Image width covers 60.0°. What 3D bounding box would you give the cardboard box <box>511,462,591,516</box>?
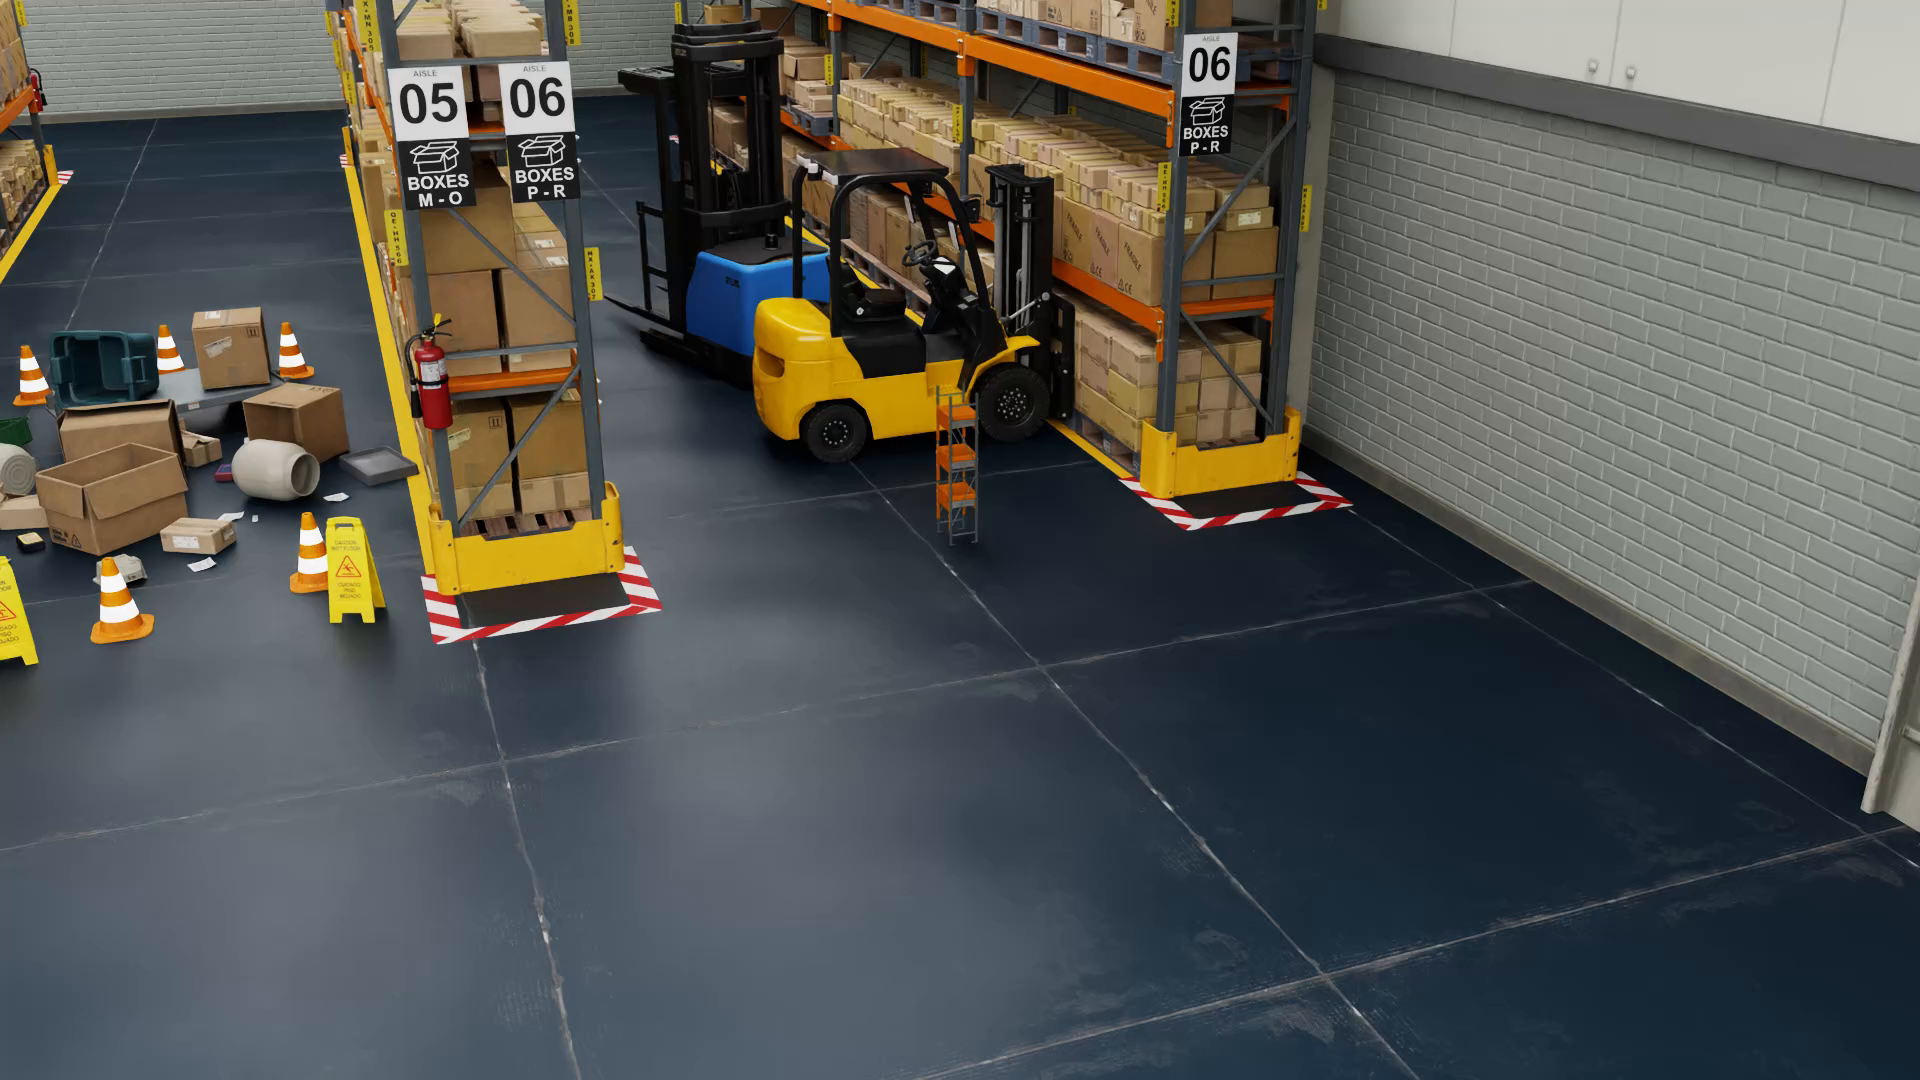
[{"bbox_3d":[-2.769,-0.399,11.333,0.500,0.250,0.500,-9,24,-19],"label":"cardboard box"}]

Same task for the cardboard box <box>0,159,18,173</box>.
[{"bbox_3d":[-12.033,-4.664,20.818,0.380,0.149,0.250,-8,24,-19],"label":"cardboard box"}]

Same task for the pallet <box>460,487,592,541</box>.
[{"bbox_3d":[-3.023,-0.184,11.414,1.003,0.211,1.213,-8,24,-19],"label":"pallet"}]

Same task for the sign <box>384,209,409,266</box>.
[{"bbox_3d":[-3.269,-1.751,9.646,0.100,0.325,0.005,-8,24,-19],"label":"sign"}]

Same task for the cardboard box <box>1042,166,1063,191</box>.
[{"bbox_3d":[0.881,-2.905,13.317,0.380,0.149,0.250,-9,24,-20],"label":"cardboard box"}]

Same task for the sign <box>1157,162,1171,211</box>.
[{"bbox_3d":[1.387,-2.397,11.279,0.100,0.325,0.005,-8,24,-19],"label":"sign"}]

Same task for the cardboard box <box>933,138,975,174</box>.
[{"bbox_3d":[0.074,-3.581,15.435,0.500,0.250,0.500,-9,24,-20],"label":"cardboard box"}]

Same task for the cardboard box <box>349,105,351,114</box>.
[{"bbox_3d":[-7.073,-5.236,20.004,0.500,0.250,0.500,-9,24,-20],"label":"cardboard box"}]

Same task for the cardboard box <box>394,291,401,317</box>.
[{"bbox_3d":[-4.212,-1.860,13.001,0.380,0.149,0.250,-8,24,-18],"label":"cardboard box"}]

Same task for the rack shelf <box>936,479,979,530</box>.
[{"bbox_3d":[-0.019,-0.237,11.204,0.215,0.259,0.240,-8,24,-19],"label":"rack shelf"}]

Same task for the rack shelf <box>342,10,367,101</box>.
[{"bbox_3d":[-4.862,-4.372,14.825,1.077,0.370,4.000,-8,24,-19],"label":"rack shelf"}]

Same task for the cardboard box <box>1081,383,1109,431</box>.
[{"bbox_3d":[1.271,-1.059,12.901,0.500,0.250,0.500,-8,24,-19],"label":"cardboard box"}]

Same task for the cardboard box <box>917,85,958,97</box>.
[{"bbox_3d":[-0.239,-4.723,17.630,0.380,0.149,0.250,-9,24,-20],"label":"cardboard box"}]

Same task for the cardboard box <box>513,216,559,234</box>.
[{"bbox_3d":[-3.018,-1.907,11.401,0.500,0.500,0.500,-9,24,-20],"label":"cardboard box"}]

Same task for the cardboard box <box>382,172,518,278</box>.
[{"bbox_3d":[-3.127,-1.941,10.193,0.700,0.500,0.500,-9,24,-20],"label":"cardboard box"}]

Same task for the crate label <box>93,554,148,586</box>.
[{"bbox_3d":[-5.355,0.197,10.605,0.298,0.136,0.250,18,29,36],"label":"crate label"}]

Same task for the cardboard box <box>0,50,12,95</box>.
[{"bbox_3d":[-12.059,-5.741,20.496,0.500,0.500,0.500,-7,24,-16],"label":"cardboard box"}]

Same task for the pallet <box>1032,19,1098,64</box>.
[{"bbox_3d":[1.239,-3.869,12.820,1.003,0.211,1.213,-8,24,-19],"label":"pallet"}]

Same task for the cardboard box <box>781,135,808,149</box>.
[{"bbox_3d":[-2.081,-5.078,21.278,0.380,0.149,0.250,-9,24,-20],"label":"cardboard box"}]

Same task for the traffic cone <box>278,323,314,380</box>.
[{"bbox_3d":[-5.903,-1.684,14.650,0.336,0.463,0.334,-8,24,-19],"label":"traffic cone"}]

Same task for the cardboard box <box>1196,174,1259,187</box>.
[{"bbox_3d":[1.946,-2.562,12.120,0.380,0.149,0.250,-7,24,-17],"label":"cardboard box"}]

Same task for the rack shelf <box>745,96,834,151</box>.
[{"bbox_3d":[-1.633,-5.125,20.475,1.077,0.370,4.000,-8,24,-19],"label":"rack shelf"}]

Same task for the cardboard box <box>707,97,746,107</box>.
[{"bbox_3d":[-3.625,-6.445,25.353,0.797,0.503,0.637,-9,25,-21],"label":"cardboard box"}]

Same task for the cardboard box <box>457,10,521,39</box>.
[{"bbox_3d":[-3.008,-3.299,10.650,0.380,0.149,0.250,-8,24,-19],"label":"cardboard box"}]

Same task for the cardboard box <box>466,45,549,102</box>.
[{"bbox_3d":[-2.671,-2.811,10.004,0.500,0.250,0.500,-9,24,-20],"label":"cardboard box"}]

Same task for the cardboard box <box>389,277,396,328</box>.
[{"bbox_3d":[-4.848,-2.280,15.641,0.950,0.372,0.625,-8,24,-17],"label":"cardboard box"}]

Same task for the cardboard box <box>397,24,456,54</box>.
[{"bbox_3d":[-3.193,-2.956,9.837,0.380,0.149,0.250,-8,24,-18],"label":"cardboard box"}]

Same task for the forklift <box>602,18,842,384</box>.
[{"bbox_3d":[-2.331,-3.196,15.059,1.130,2.935,3.031,-17,28,-35],"label":"forklift"}]

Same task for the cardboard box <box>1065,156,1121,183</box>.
[{"bbox_3d":[1.031,-2.857,12.819,0.380,0.149,0.250,-8,24,-18],"label":"cardboard box"}]

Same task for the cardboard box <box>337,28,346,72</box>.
[{"bbox_3d":[-7.095,-5.809,19.754,0.500,0.500,0.500,-8,24,-18],"label":"cardboard box"}]

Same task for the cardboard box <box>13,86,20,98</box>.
[{"bbox_3d":[-12.343,-5.769,21.399,0.380,0.149,0.250,-8,24,-18],"label":"cardboard box"}]

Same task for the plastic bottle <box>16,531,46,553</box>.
[{"bbox_3d":[-6.244,0.007,11.155,0.133,0.061,0.283,-18,29,-37],"label":"plastic bottle"}]

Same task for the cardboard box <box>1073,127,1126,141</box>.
[{"bbox_3d":[1.185,-3.411,14.134,0.380,0.149,0.250,-9,24,-20],"label":"cardboard box"}]

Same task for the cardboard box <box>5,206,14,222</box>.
[{"bbox_3d":[-11.405,-3.842,19.632,0.380,0.149,0.250,-9,25,-21],"label":"cardboard box"}]

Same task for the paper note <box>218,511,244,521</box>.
[{"bbox_3d":[-5.098,-0.167,11.622,0.148,0.019,0.142,0,23,-1],"label":"paper note"}]

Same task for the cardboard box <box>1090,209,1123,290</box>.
[{"bbox_3d":[1.306,-2.202,12.484,0.500,0.500,0.500,-8,24,-17],"label":"cardboard box"}]

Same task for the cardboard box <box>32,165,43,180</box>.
[{"bbox_3d":[-12.423,-4.876,22.088,0.380,0.149,0.250,-8,24,-17],"label":"cardboard box"}]

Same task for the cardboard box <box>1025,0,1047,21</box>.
[{"bbox_3d":[0.727,-4.256,13.127,0.396,0.266,0.258,-9,24,-20],"label":"cardboard box"}]

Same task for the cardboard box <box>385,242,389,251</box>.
[{"bbox_3d":[-4.261,-2.580,12.996,0.500,0.500,0.500,-8,24,-19],"label":"cardboard box"}]

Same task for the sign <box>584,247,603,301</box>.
[{"bbox_3d":[-2.235,-1.615,10.104,0.100,0.325,0.005,-8,24,-19],"label":"sign"}]

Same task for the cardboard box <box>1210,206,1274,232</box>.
[{"bbox_3d":[2.023,-2.327,11.946,0.380,0.149,0.250,-9,24,-20],"label":"cardboard box"}]

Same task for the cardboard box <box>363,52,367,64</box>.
[{"bbox_3d":[-3.901,-3.477,11.586,0.500,0.250,0.500,-8,24,-19],"label":"cardboard box"}]

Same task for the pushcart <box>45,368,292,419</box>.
[{"bbox_3d":[-6.271,-1.055,13.268,1.648,0.377,0.936,-18,29,-37],"label":"pushcart"}]

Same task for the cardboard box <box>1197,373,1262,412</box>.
[{"bbox_3d":[1.928,-1.180,12.543,0.500,0.250,0.500,-8,24,-18],"label":"cardboard box"}]

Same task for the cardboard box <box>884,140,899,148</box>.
[{"bbox_3d":[-0.455,-3.908,16.853,0.500,0.250,0.500,-8,24,-17],"label":"cardboard box"}]

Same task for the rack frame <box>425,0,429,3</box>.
[{"bbox_3d":[-4.156,-5.359,12.378,1.000,3.000,0.127,-8,24,-19],"label":"rack frame"}]

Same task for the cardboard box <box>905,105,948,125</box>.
[{"bbox_3d":[-0.321,-4.176,16.331,0.380,0.149,0.250,-8,24,-19],"label":"cardboard box"}]

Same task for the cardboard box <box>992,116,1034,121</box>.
[{"bbox_3d":[0.518,-3.884,15.638,0.380,0.149,0.250,-9,25,-21],"label":"cardboard box"}]

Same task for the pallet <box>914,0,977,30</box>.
[{"bbox_3d":[0.163,-4.890,15.373,0.805,0.209,1.217,-9,25,-21],"label":"pallet"}]

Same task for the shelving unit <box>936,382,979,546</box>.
[{"bbox_3d":[-0.019,-0.503,11.092,0.215,1.050,0.252,-8,24,-19],"label":"shelving unit"}]

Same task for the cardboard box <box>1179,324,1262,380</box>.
[{"bbox_3d":[1.907,-1.411,12.449,0.500,0.250,0.500,-9,24,-20],"label":"cardboard box"}]

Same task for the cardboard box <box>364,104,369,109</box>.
[{"bbox_3d":[-5.072,-3.666,15.034,0.500,0.500,0.500,-9,25,-21],"label":"cardboard box"}]
